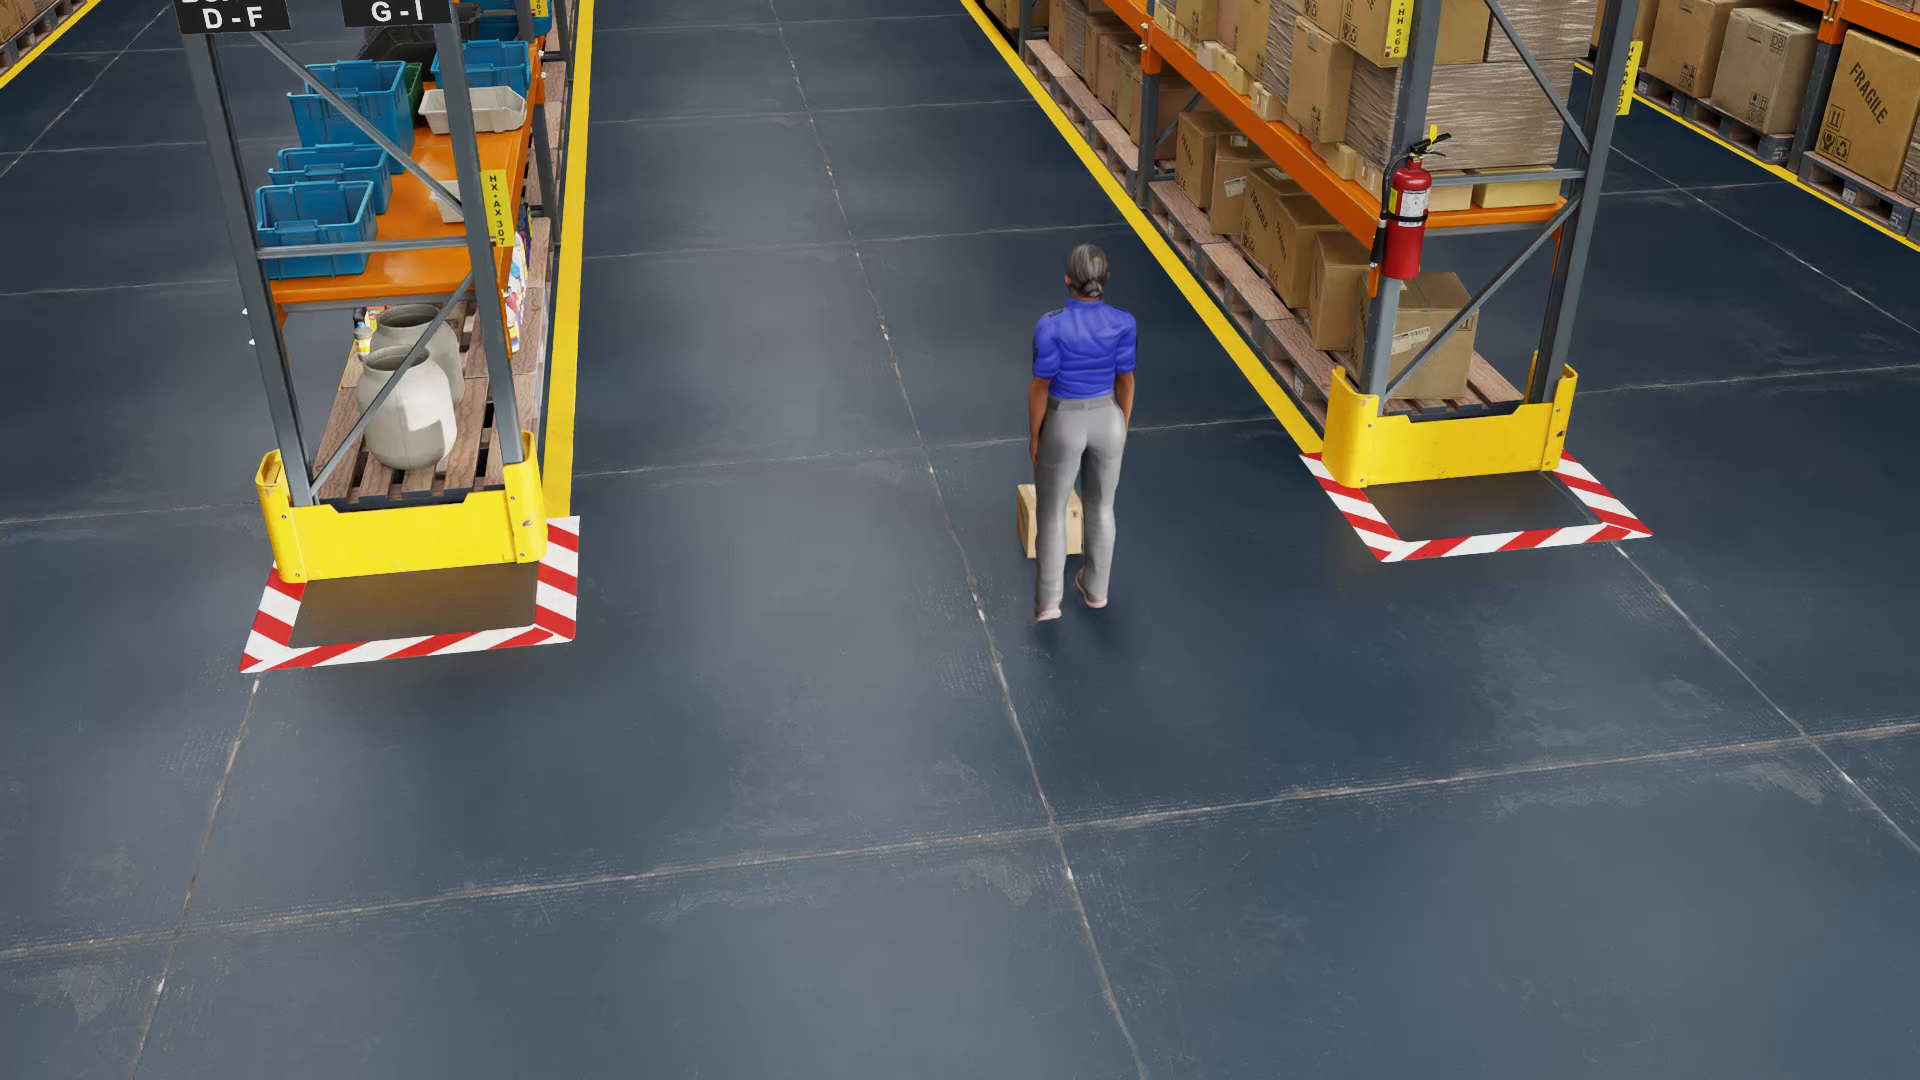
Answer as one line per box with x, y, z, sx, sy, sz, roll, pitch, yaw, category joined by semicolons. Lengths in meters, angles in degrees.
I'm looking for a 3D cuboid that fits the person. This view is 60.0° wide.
0.490;-0.408;6.912;0.443;1.749;0.370;-5;31;-8;person
